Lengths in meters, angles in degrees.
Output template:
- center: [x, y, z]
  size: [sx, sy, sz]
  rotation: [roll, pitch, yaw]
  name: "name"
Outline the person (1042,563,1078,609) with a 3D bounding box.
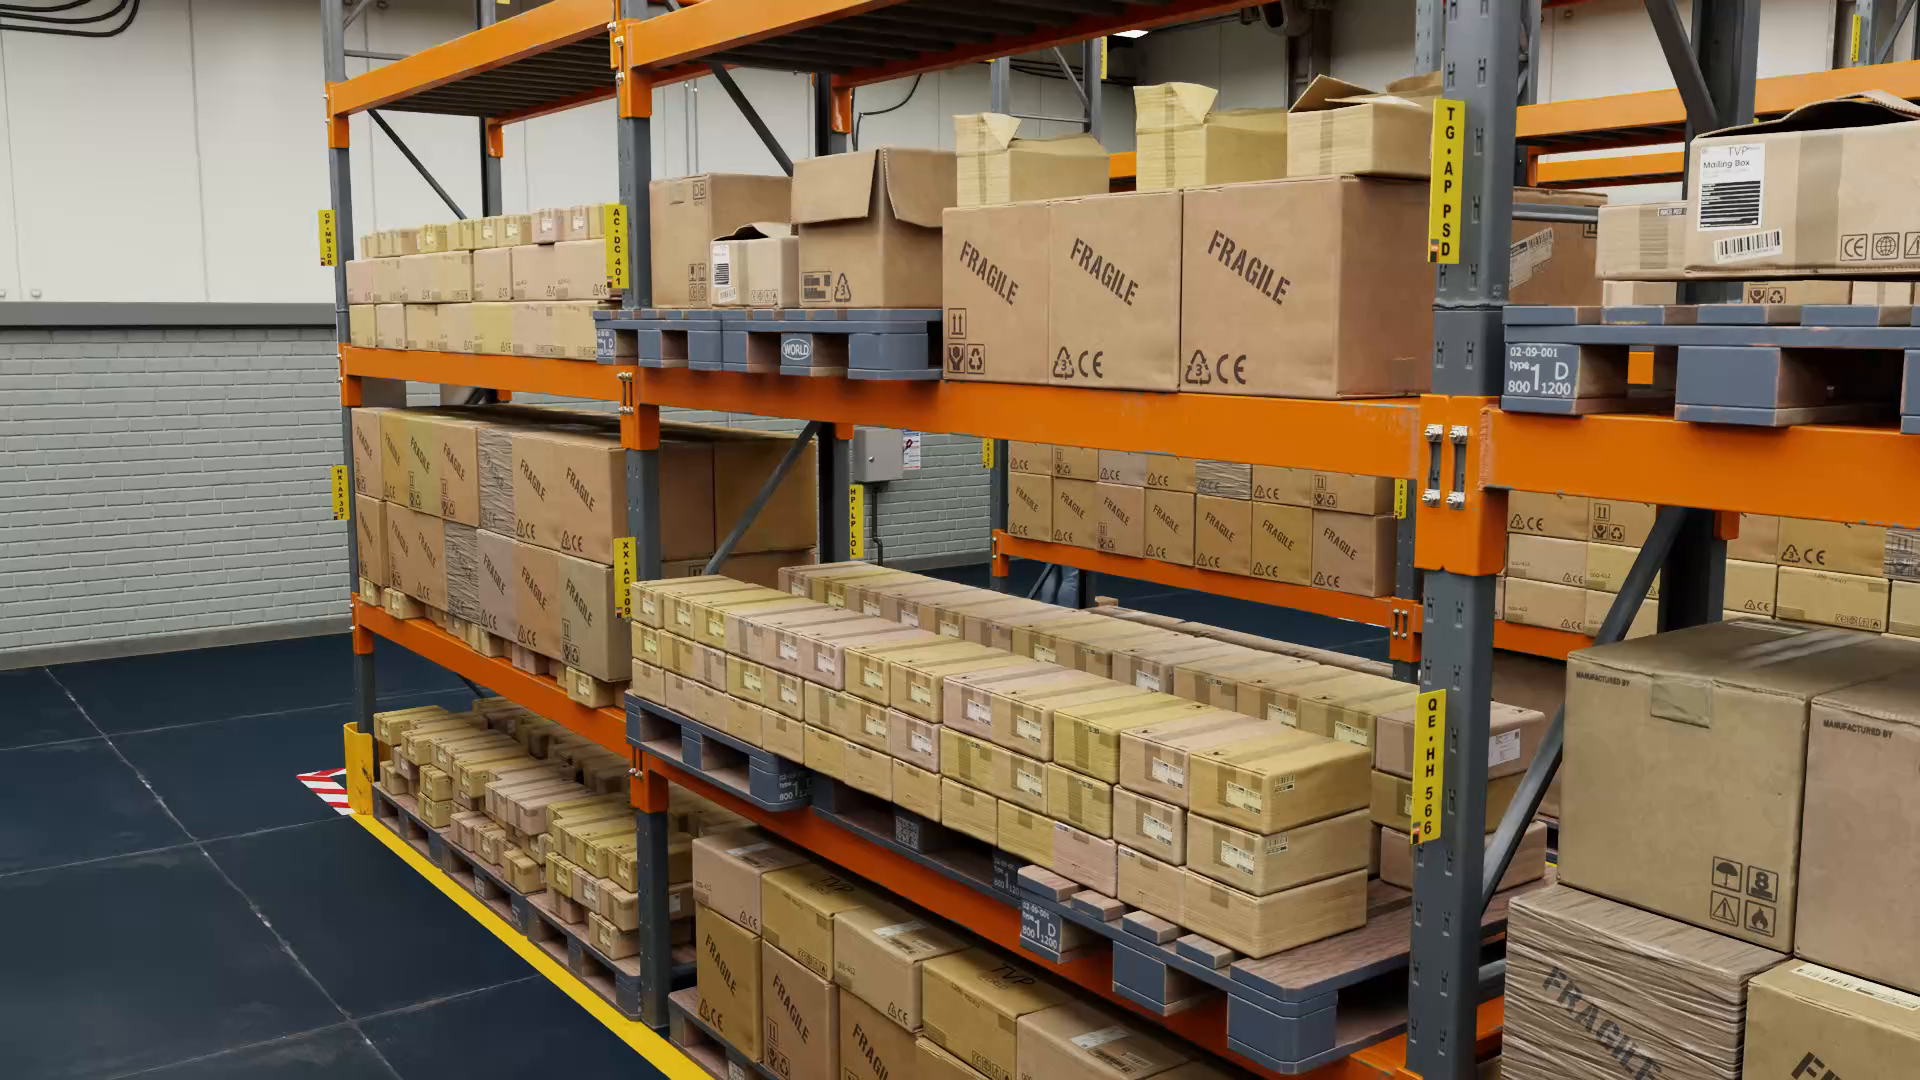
- center: [0.964, -0.005, 15.834]
  size: [0.362, 1.778, 0.563]
  rotation: [-5, 9, -35]
  name: "person"
